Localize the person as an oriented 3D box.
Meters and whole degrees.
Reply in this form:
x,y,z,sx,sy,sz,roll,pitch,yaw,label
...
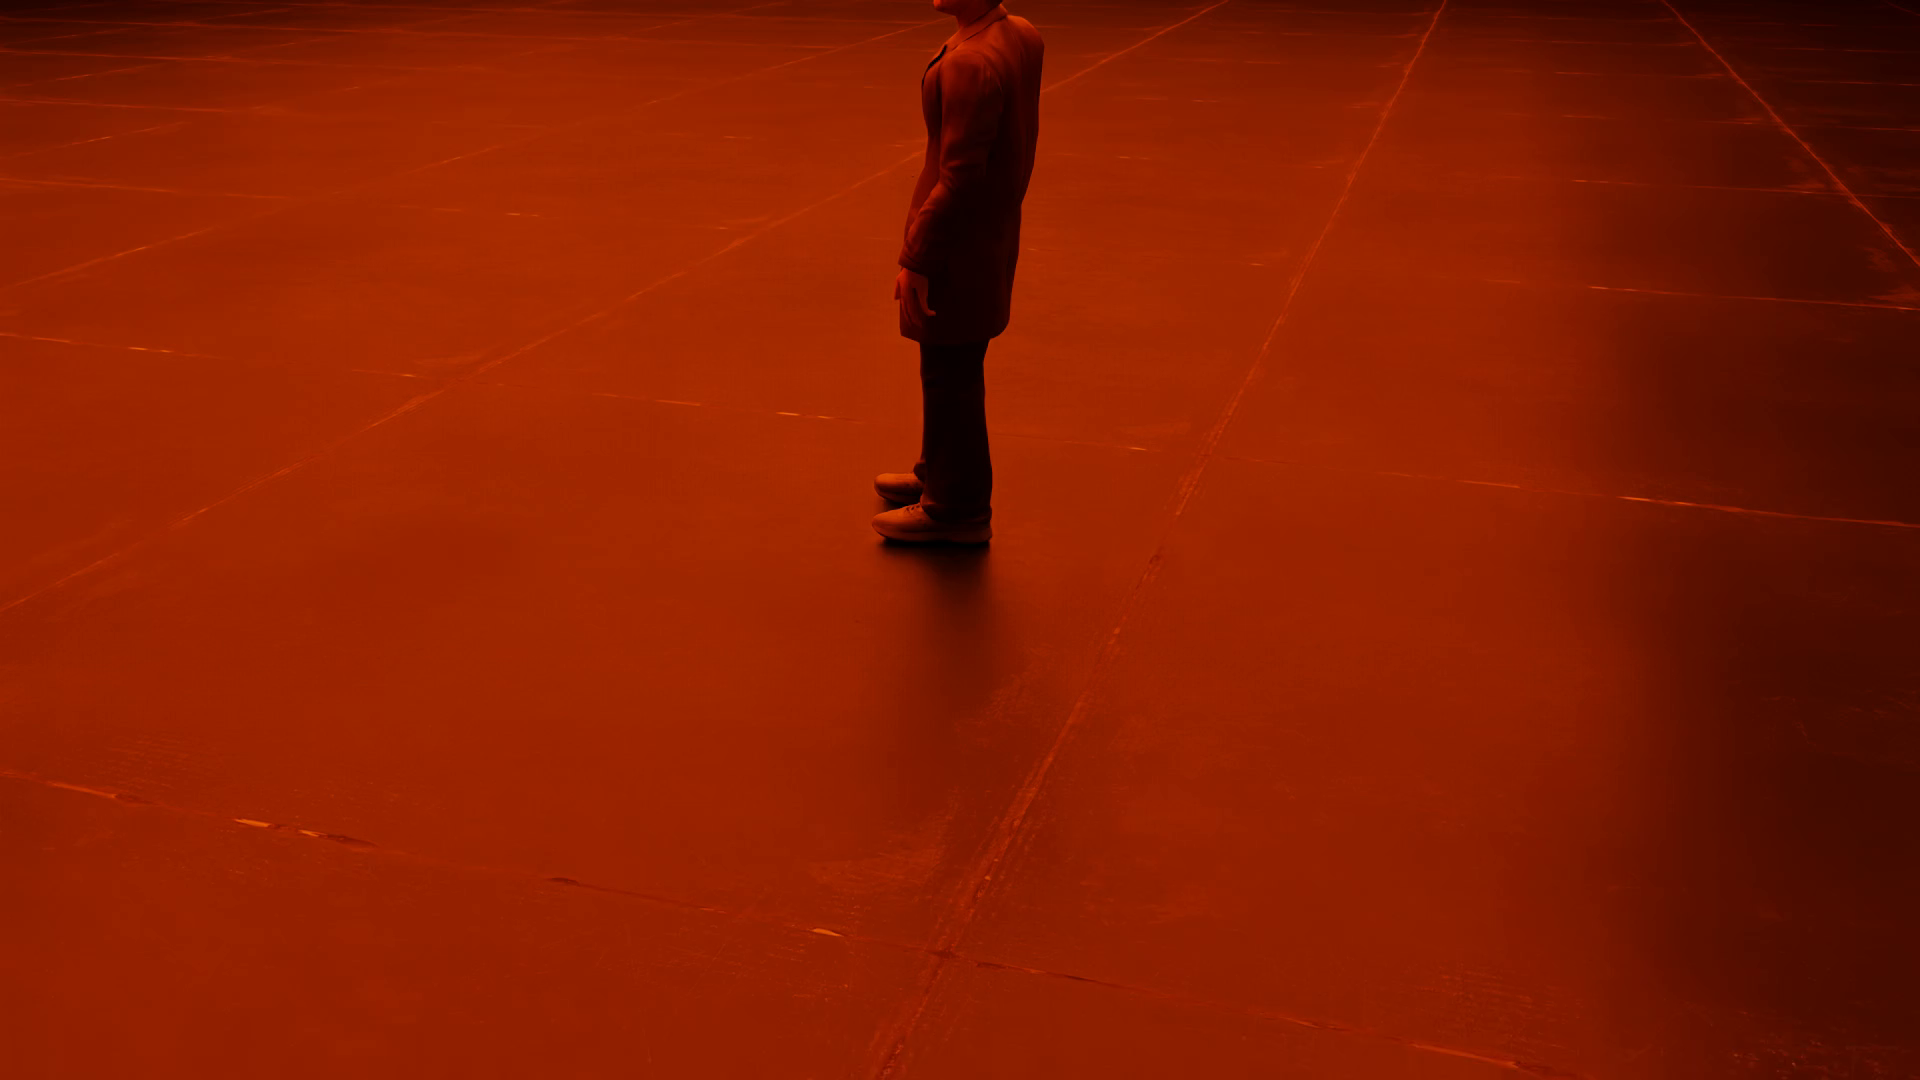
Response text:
x,y,z,sx,sy,sz,roll,pitch,yaw,label
-0.085,-0.841,4.808,0.582,1.775,0.696,7,23,16,person
